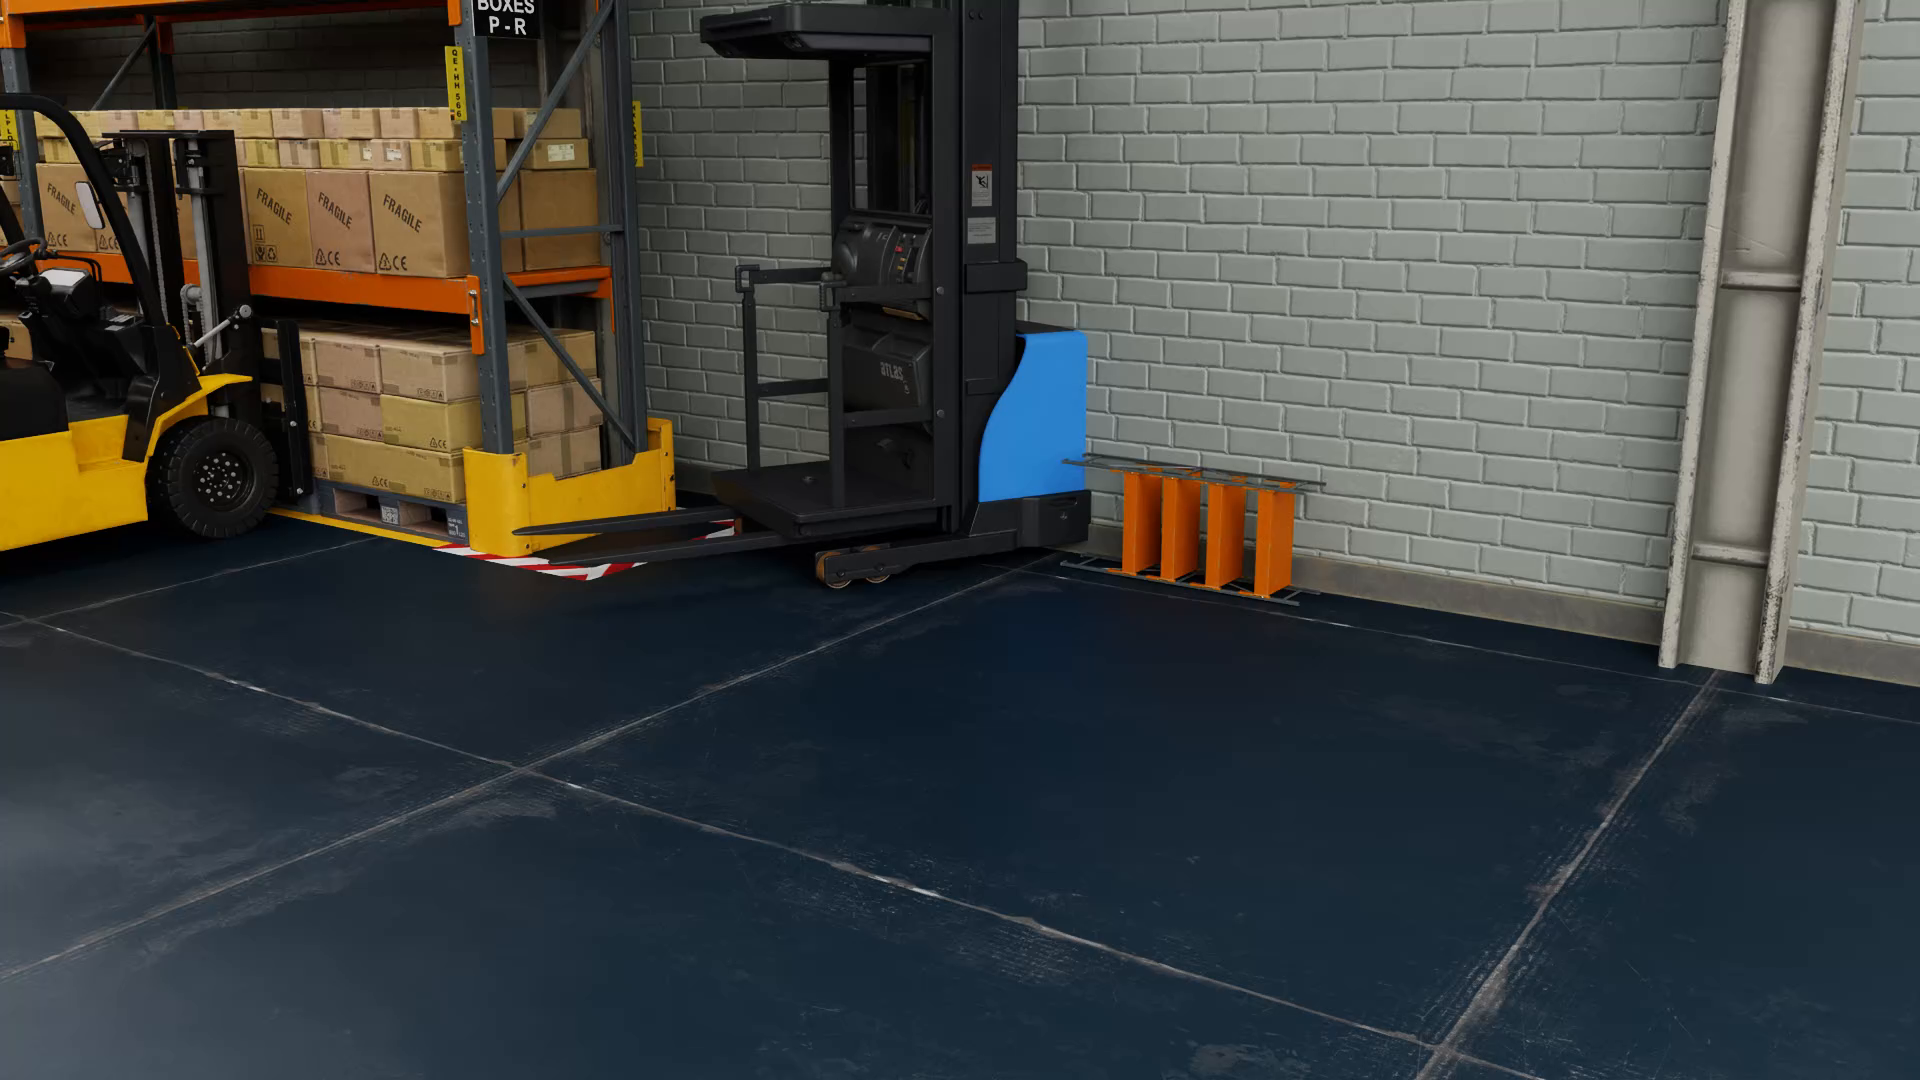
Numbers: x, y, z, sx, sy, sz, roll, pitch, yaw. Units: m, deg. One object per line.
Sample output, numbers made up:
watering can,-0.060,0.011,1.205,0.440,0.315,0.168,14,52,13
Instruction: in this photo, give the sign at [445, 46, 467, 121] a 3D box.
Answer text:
sign,-2.294,-2.080,7.579,0.005,0.325,0.100,9,17,33

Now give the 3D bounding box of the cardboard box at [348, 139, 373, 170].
cardboard box,-2.834,-1.938,8.353,0.250,0.149,0.380,10,17,34

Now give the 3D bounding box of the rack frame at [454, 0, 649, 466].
rack frame,-1.980,-1.509,8.176,0.127,3.000,1.000,9,17,33

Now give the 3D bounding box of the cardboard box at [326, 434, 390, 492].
cardboard box,-2.953,-0.447,8.733,0.500,0.250,0.500,9,17,33

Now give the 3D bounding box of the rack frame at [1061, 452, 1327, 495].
rack frame,1.030,-0.302,7.454,1.200,0.015,0.240,10,17,34

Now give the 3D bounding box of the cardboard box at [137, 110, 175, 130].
cardboard box,-4.329,-2.317,9.265,0.250,0.149,0.380,9,16,32

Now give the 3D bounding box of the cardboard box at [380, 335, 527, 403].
cardboard box,-2.536,-0.863,8.334,0.500,0.250,0.500,10,17,35

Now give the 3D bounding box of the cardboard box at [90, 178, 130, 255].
cardboard box,-4.635,-1.916,9.612,0.500,0.500,0.500,10,17,34

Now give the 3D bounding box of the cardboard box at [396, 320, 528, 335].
cardboard box,-2.690,-1.032,9.017,0.500,0.250,0.500,9,17,33

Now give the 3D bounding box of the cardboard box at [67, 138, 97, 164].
cardboard box,-4.965,-2.279,9.730,0.250,0.149,0.380,10,17,34

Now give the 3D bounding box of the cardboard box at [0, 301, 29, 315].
cardboard box,-6.378,-1.270,11.278,0.625,0.625,0.875,9,17,32

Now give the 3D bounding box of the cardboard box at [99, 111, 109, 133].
cardboard box,-4.716,-2.402,9.606,0.250,0.149,0.380,9,16,32

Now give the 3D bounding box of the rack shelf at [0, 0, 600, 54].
rack shelf,-3.639,-2.884,8.986,4.000,0.370,1.077,9,17,33

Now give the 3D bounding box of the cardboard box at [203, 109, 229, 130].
cardboard box,-3.870,-2.264,9.051,0.250,0.149,0.380,9,17,33

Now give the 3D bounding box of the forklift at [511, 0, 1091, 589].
forklift,-0.552,-1.350,7.677,3.031,2.935,1.130,-8,16,-28

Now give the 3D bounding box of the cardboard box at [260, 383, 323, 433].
cardboard box,-3.408,-0.758,8.951,0.500,0.250,0.500,9,16,32

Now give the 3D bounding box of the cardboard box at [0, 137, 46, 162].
cardboard box,-5.706,-2.410,10.260,0.250,0.149,0.380,10,17,35

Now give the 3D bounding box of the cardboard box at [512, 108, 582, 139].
cardboard box,-2.139,-2.104,8.405,0.250,0.149,0.380,9,16,32

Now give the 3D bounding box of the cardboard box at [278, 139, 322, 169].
cardboard box,-3.281,-2.000,8.603,0.250,0.149,0.380,9,16,31

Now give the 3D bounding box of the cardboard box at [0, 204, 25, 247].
cardboard box,-5.863,-1.988,10.424,0.500,0.250,0.500,10,17,34

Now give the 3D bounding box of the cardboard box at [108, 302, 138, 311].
cardboard box,-5.073,-1.272,9.988,0.500,0.250,0.500,9,16,32

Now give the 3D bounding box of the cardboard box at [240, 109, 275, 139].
cardboard box,-3.510,-2.174,8.686,0.250,0.149,0.380,10,17,34

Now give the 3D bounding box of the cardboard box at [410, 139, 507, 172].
cardboard box,-2.424,-1.863,8.049,0.250,0.149,0.380,9,17,34

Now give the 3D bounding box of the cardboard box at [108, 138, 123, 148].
cardboard box,-4.570,-2.202,9.418,0.250,0.149,0.380,10,17,34

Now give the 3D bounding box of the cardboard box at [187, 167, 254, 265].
cardboard box,-3.809,-1.776,9.049,0.500,0.500,0.500,9,17,33

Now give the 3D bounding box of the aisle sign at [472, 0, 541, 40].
aisle sign,-2.089,-2.703,7.592,0.004,0.787,0.394,9,17,33

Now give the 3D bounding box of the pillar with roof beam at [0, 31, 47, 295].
pillar with roof beam,-9.436,-4.640,8.342,0.400,9.000,9.100,9,17,33

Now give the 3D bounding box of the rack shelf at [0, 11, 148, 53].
rack shelf,-6.958,-3.420,11.153,4.000,0.370,1.077,9,17,33

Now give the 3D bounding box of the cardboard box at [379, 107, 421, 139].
cardboard box,-2.617,-2.050,8.184,0.250,0.149,0.380,9,17,33

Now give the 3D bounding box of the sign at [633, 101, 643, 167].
sign,-1.665,-2.077,8.507,0.005,0.325,0.100,9,17,33

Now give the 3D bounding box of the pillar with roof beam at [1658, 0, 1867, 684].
pillar with roof beam,0.521,-3.031,1.841,0.400,9.000,9.100,9,17,33

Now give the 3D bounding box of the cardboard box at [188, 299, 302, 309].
cardboard box,-4.354,-1.307,10.130,0.500,0.250,0.500,9,16,32

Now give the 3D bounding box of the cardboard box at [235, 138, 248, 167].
cardboard box,-3.659,-2.082,8.932,0.250,0.149,0.380,9,17,32

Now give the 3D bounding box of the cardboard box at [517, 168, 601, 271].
cardboard box,-2.236,-1.679,8.656,0.500,0.500,0.500,10,17,35

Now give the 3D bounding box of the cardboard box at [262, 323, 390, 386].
cardboard box,-3.387,-0.996,8.872,0.500,0.250,0.500,9,17,34

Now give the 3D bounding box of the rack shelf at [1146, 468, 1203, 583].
rack shelf,0.975,-0.075,7.550,0.148,0.480,0.258,10,17,34

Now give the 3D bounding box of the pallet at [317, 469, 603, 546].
pallet,-2.638,-0.250,8.892,1.213,0.211,1.003,9,17,33

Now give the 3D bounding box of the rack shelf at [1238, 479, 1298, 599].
rack shelf,1.352,-0.011,7.294,0.148,0.480,0.258,10,17,34

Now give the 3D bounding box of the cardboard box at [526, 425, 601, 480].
cardboard box,-2.278,-0.483,8.880,0.500,0.250,0.500,9,17,33

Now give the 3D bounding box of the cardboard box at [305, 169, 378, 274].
cardboard box,-2.960,-1.643,8.508,0.500,0.500,0.500,10,17,35

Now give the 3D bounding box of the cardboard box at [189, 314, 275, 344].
cardboard box,-4.235,-1.137,9.443,0.500,0.250,0.500,10,17,35

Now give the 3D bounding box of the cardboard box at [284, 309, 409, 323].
cardboard box,-3.520,-1.171,9.579,0.500,0.250,0.500,9,16,32

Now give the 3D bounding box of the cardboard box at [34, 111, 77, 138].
cardboard box,-5.200,-2.451,9.806,0.250,0.149,0.380,10,17,34

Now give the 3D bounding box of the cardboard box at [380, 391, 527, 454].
cardboard box,-2.558,-0.624,8.408,0.500,0.250,0.500,9,16,32

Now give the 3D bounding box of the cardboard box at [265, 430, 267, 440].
cardboard box,-3.807,-0.581,9.275,0.500,0.250,0.500,10,17,35

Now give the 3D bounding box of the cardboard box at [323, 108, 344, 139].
cardboard box,-3.014,-2.128,8.498,0.250,0.149,0.380,9,17,33

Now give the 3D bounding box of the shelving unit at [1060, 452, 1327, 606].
shelving unit,1.030,-0.065,7.513,1.200,0.503,0.258,10,17,34
